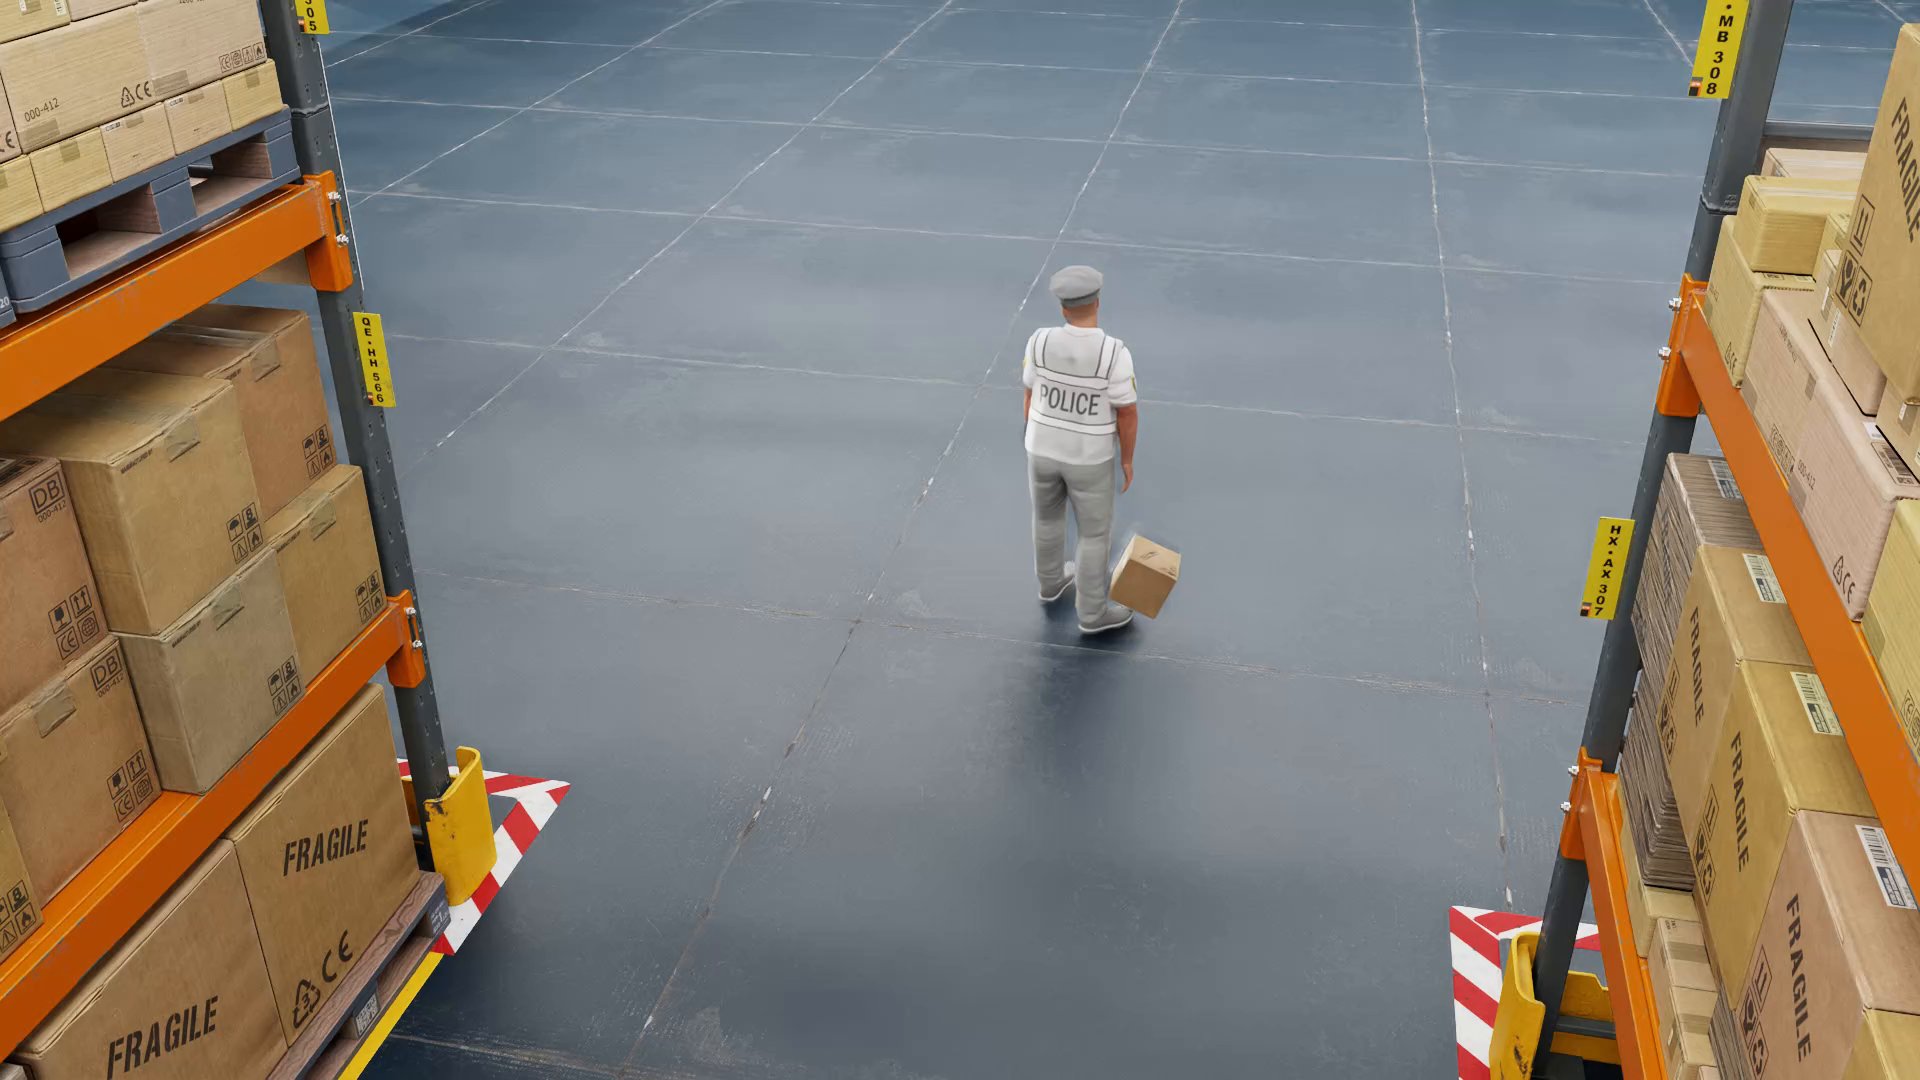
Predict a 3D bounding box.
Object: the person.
[{"bbox_3d":[0.588,-0.434,7.862,0.575,1.760,0.551,11,31,20],"label":"person"}]
